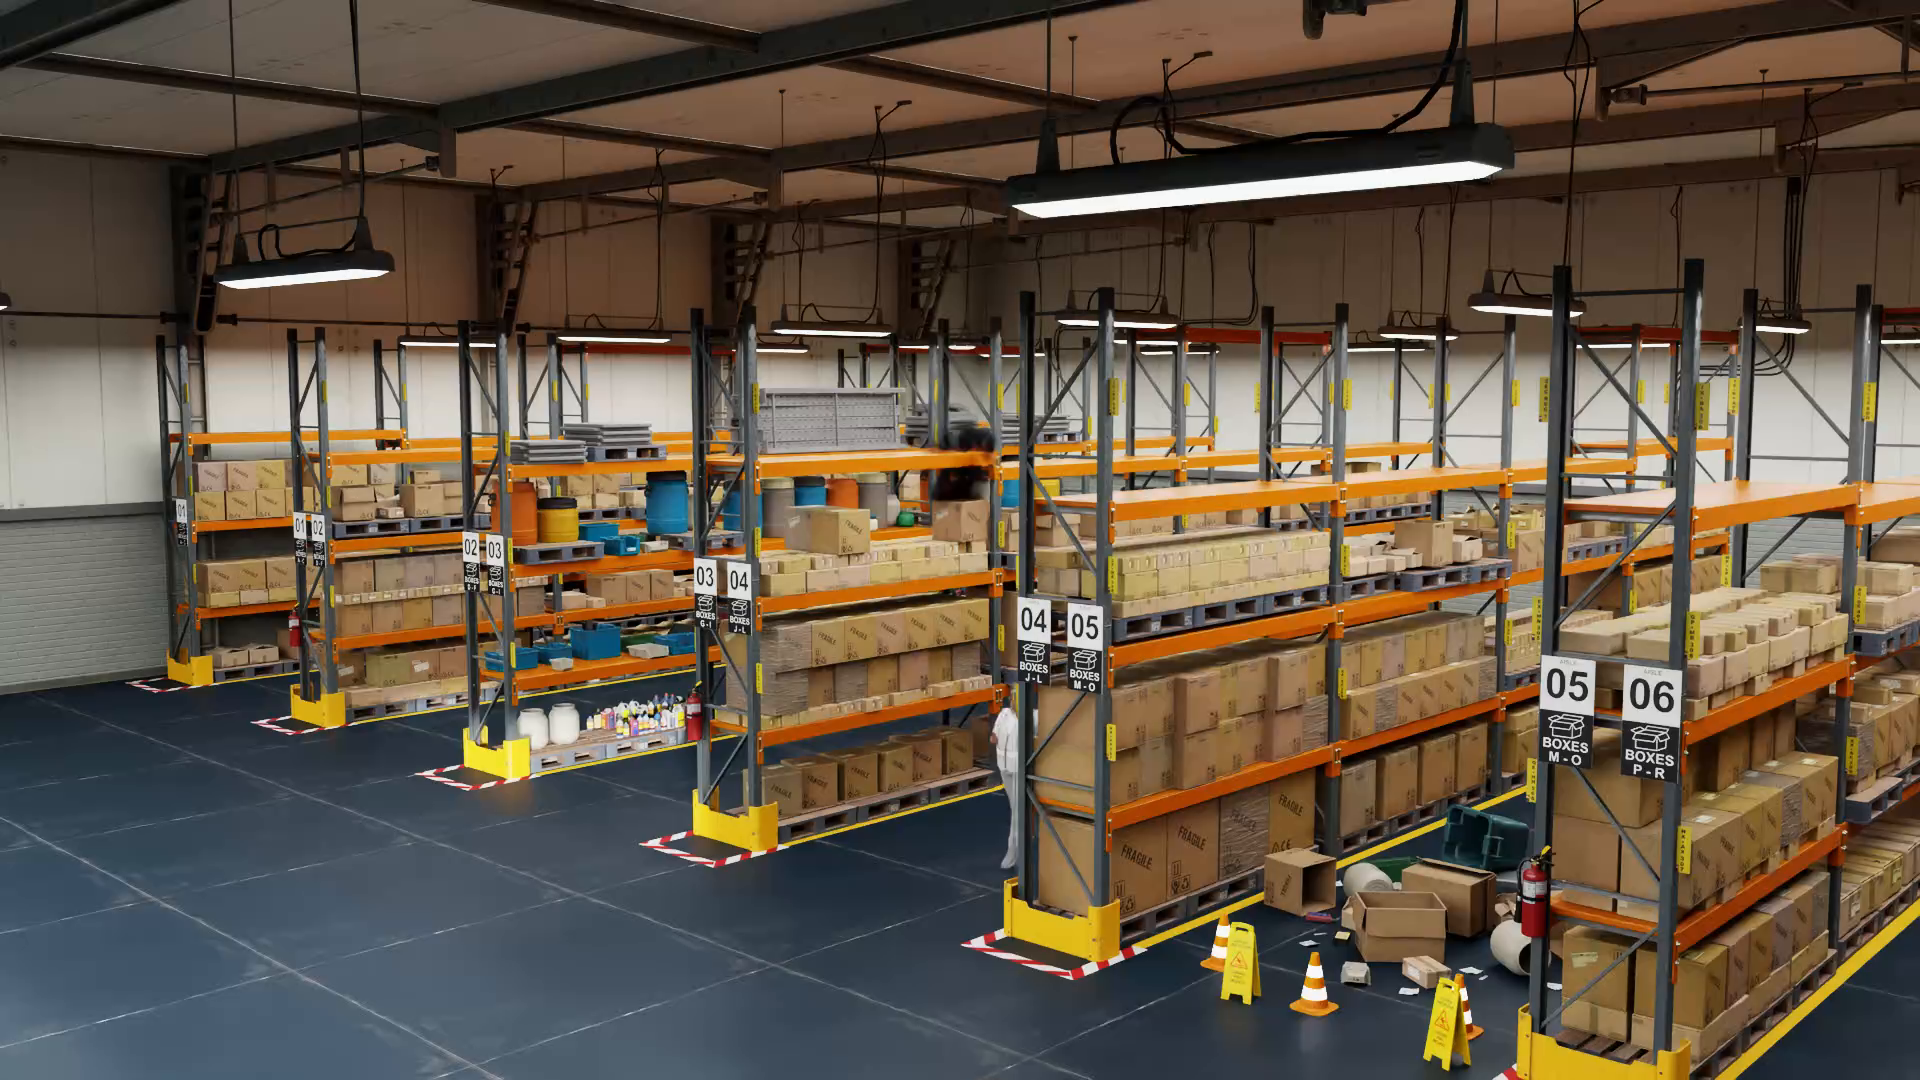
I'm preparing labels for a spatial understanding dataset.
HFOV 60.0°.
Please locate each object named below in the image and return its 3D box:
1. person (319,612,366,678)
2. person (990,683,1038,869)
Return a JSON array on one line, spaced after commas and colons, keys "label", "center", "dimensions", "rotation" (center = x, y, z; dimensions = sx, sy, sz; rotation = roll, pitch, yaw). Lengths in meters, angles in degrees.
[{"label": "person", "center": [-10.224, 1.809, 27.574], "dimensions": [0.782, 1.593, 0.568], "rotation": [-5, 7, -44]}, {"label": "person", "center": [0.593, 2.389, 17.164], "dimensions": [0.645, 1.858, 0.739], "rotation": [5, 7, 40]}]
